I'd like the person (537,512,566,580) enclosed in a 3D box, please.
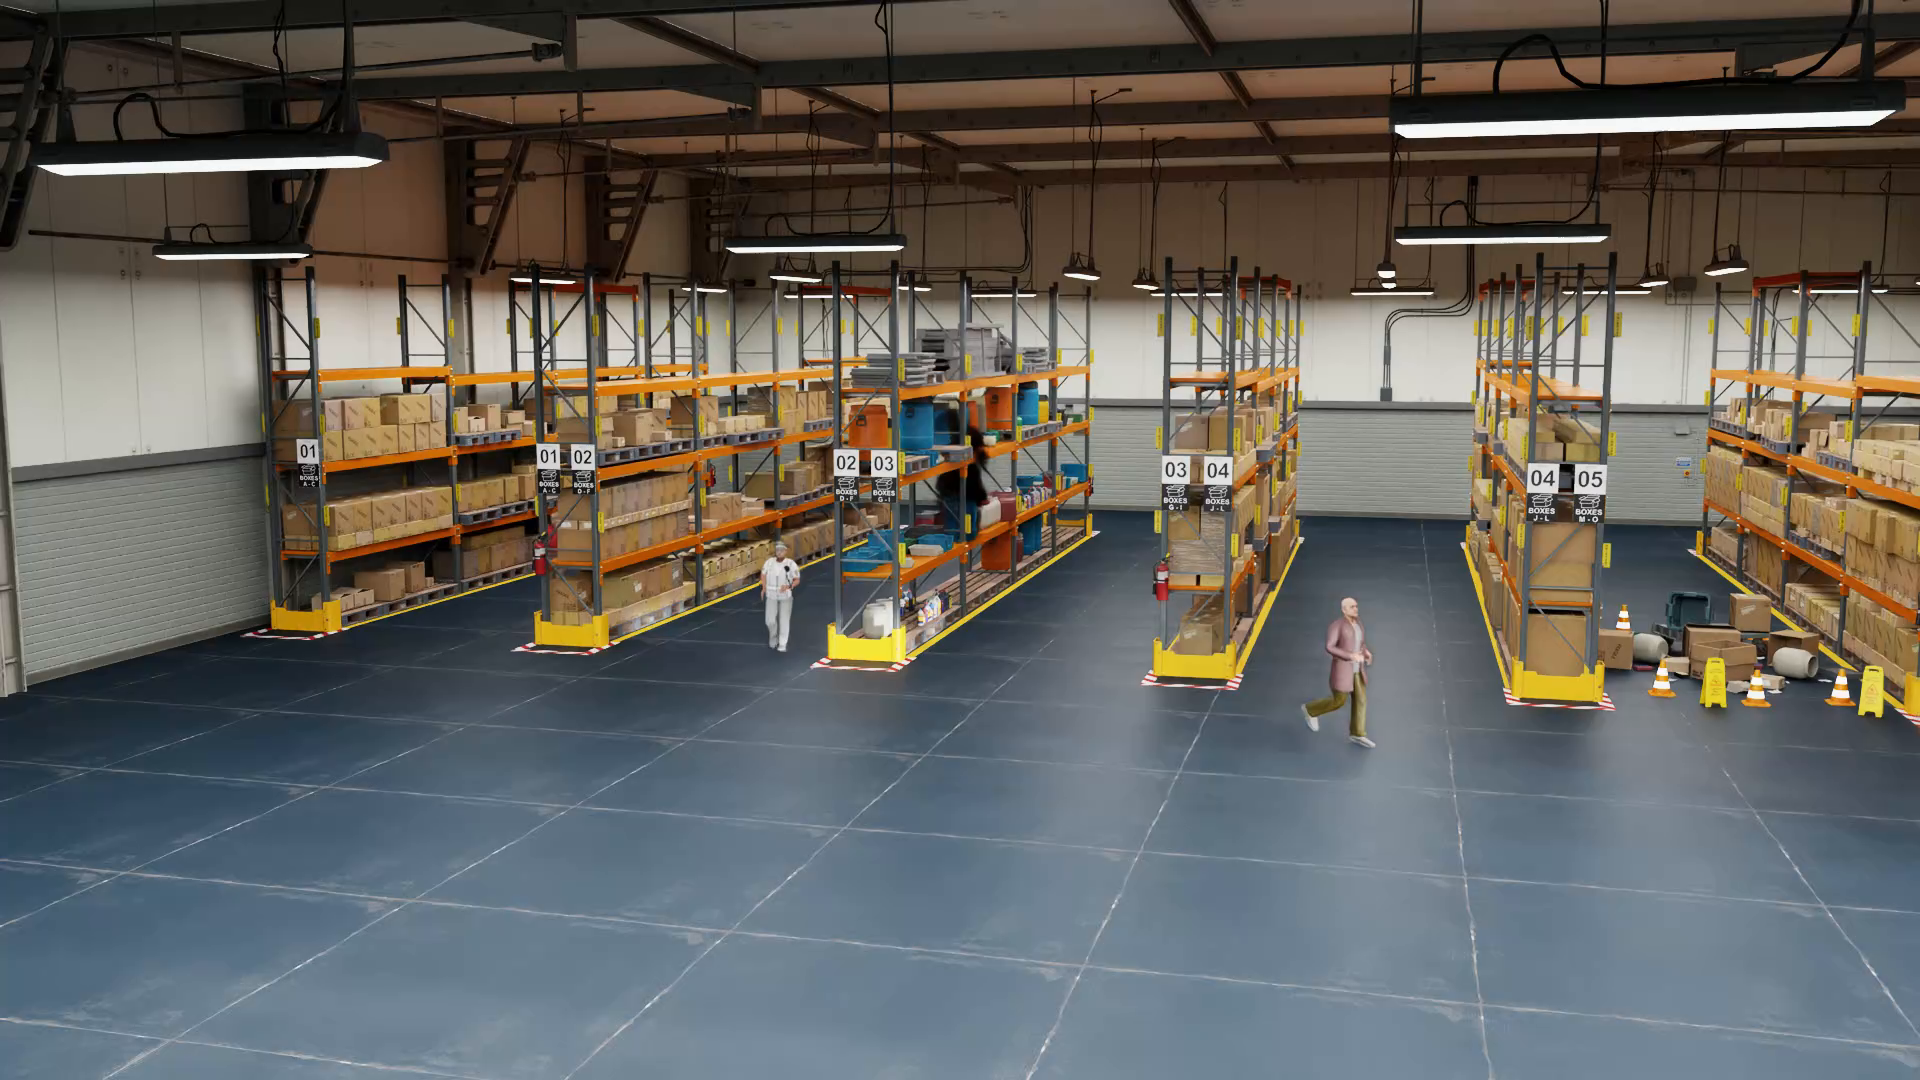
[{"bbox_3d":[-7.218,0.359,29.754,0.662,1.713,0.987,1,7,5],"label":"person"}]

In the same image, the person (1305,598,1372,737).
[{"bbox_3d":[4.656,1.531,20.213,0.718,1.675,0.847,-6,9,-37],"label":"person"}]

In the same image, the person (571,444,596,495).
[{"bbox_3d":[4.096,1.116,18.235,12.444,3.203,22.944,-3,8,-23],"label":"person"}]

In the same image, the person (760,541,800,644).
[{"bbox_3d":[-2.803,0.833,25.763,0.648,1.652,0.579,0,7,3],"label":"person"}]
